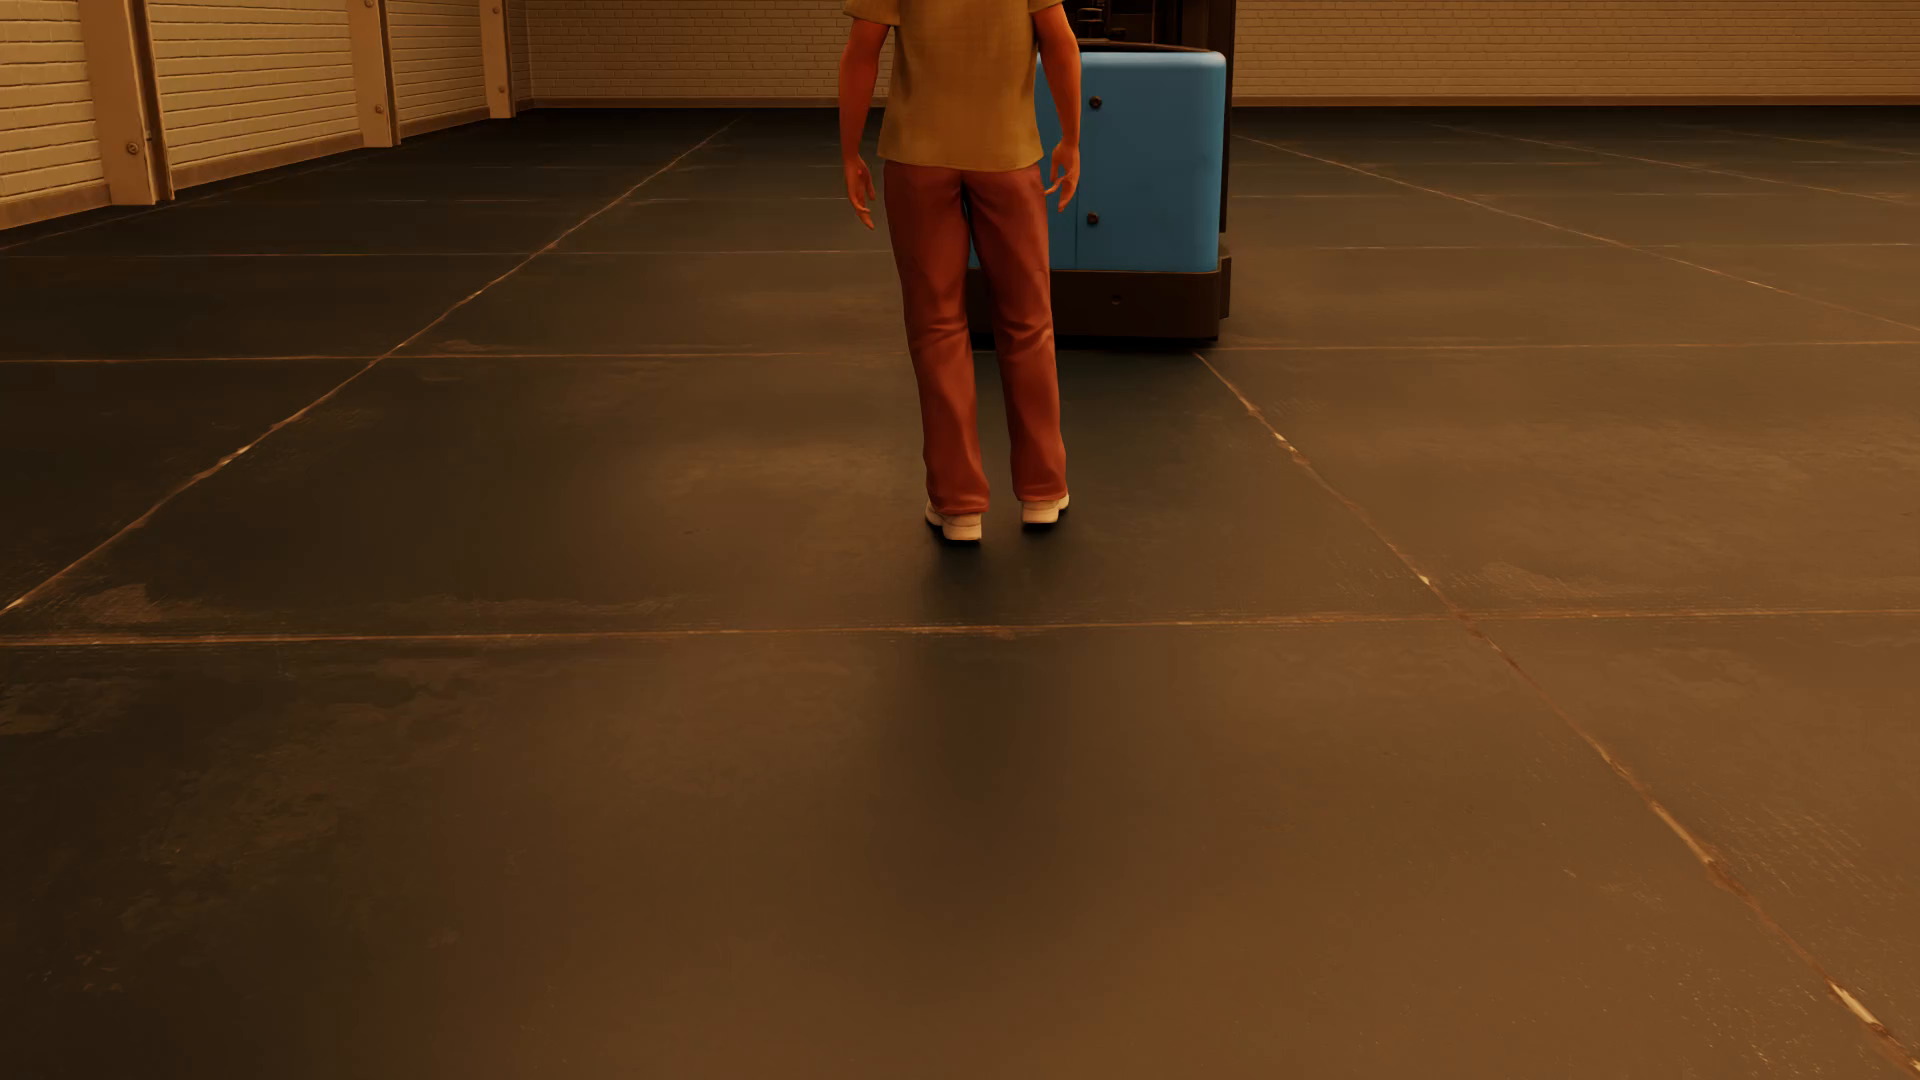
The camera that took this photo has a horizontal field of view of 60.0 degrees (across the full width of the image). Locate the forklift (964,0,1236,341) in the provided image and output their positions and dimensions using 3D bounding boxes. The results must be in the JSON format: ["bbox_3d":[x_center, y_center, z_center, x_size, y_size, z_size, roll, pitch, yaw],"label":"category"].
[{"bbox_3d":[0.651,-2.525,7.161,1.130,2.935,3.031,3,17,8],"label":"forklift"}]

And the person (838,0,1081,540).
[{"bbox_3d":[0.008,-0.830,3.742,0.553,1.675,0.549,-1,17,-3],"label":"person"}]
